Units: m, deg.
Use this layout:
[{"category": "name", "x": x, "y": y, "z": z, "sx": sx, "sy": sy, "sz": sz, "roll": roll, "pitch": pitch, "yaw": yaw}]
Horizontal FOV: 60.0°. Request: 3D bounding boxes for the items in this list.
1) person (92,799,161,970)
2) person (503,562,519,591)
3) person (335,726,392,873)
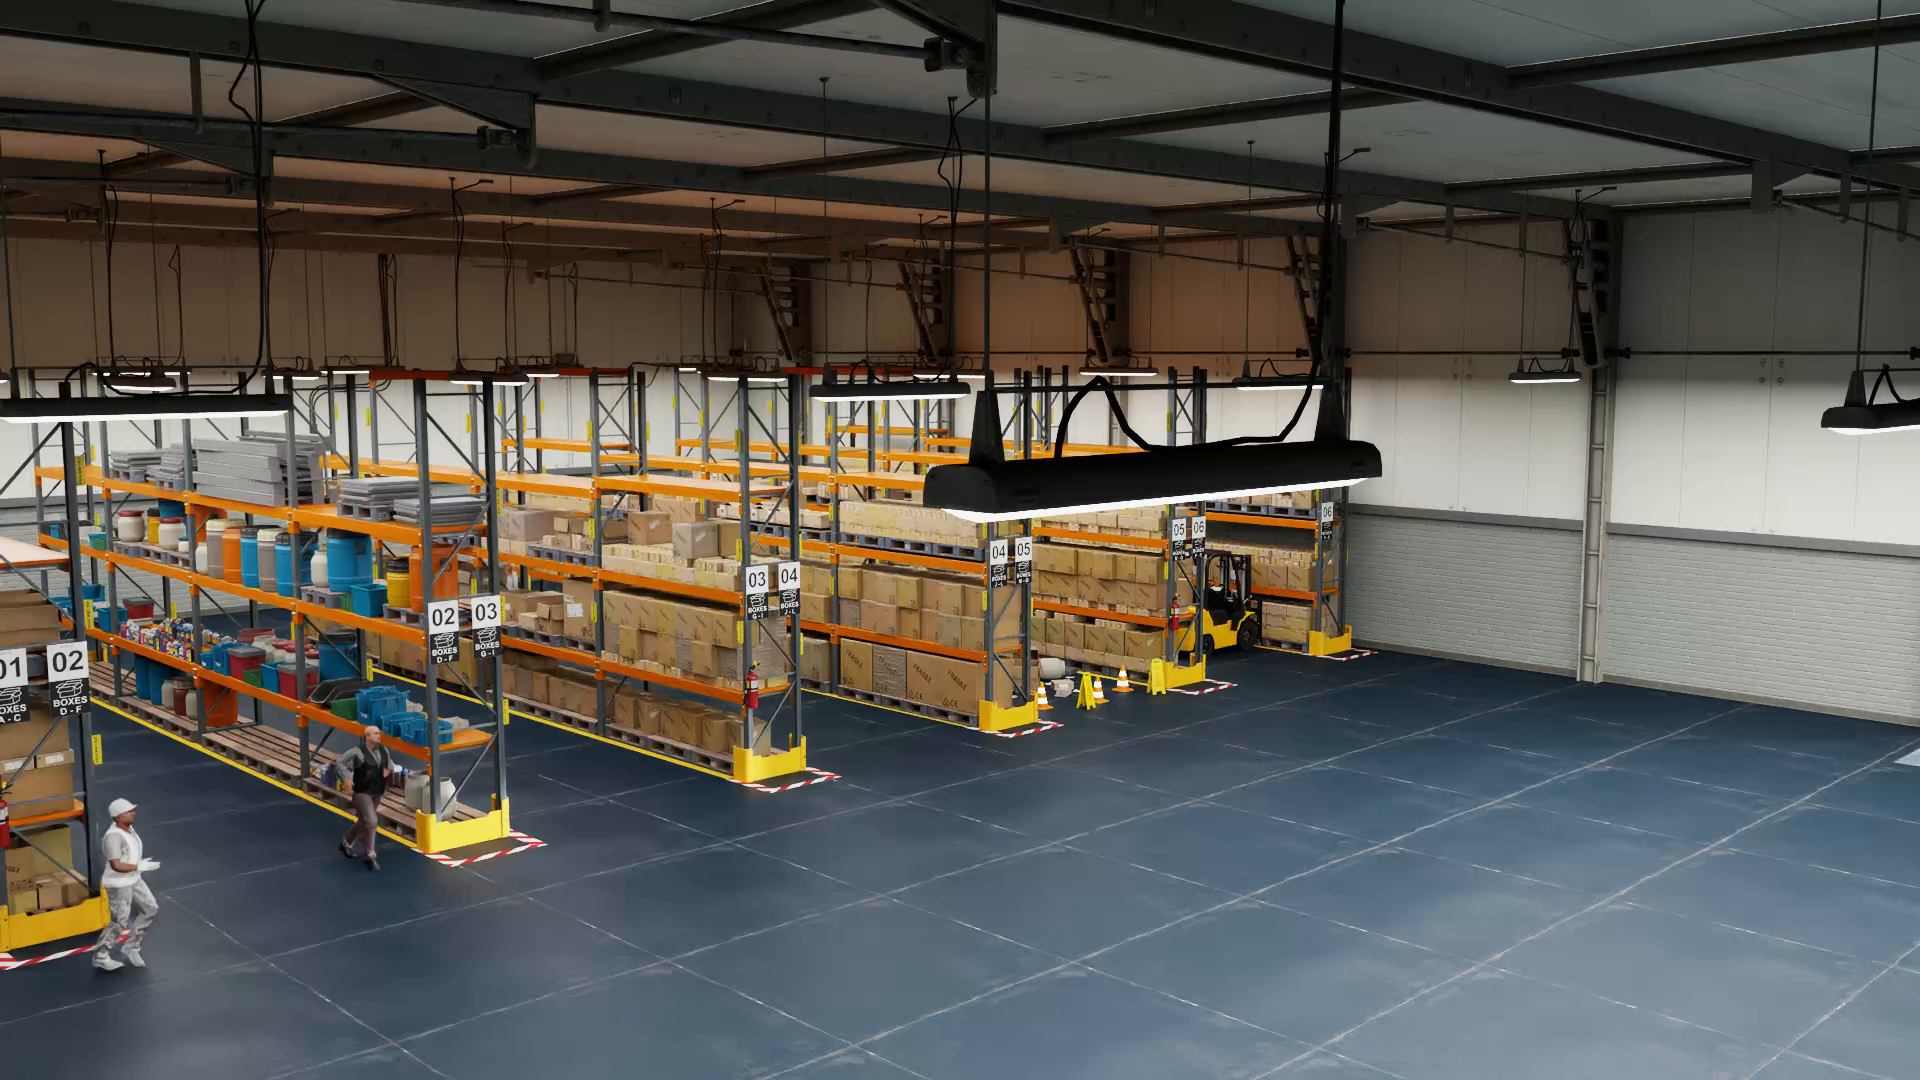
[{"category": "person", "x": -8.542, "y": 3.544, "z": 17.065, "sx": 0.719, "sy": 1.824, "sz": 0.695, "roll": -1, "pitch": 7, "yaw": -9}, {"category": "person", "x": -9.930, "y": 1.296, "z": 36.625, "sx": 0.671, "sy": 1.776, "sz": 0.992, "roll": -6, "pitch": 9, "yaw": -44}, {"category": "person", "x": -7.371, "y": 3.181, "z": 20.613, "sx": 0.845, "sy": 1.755, "sz": 0.570, "roll": 3, "pitch": 7, "yaw": 26}]
